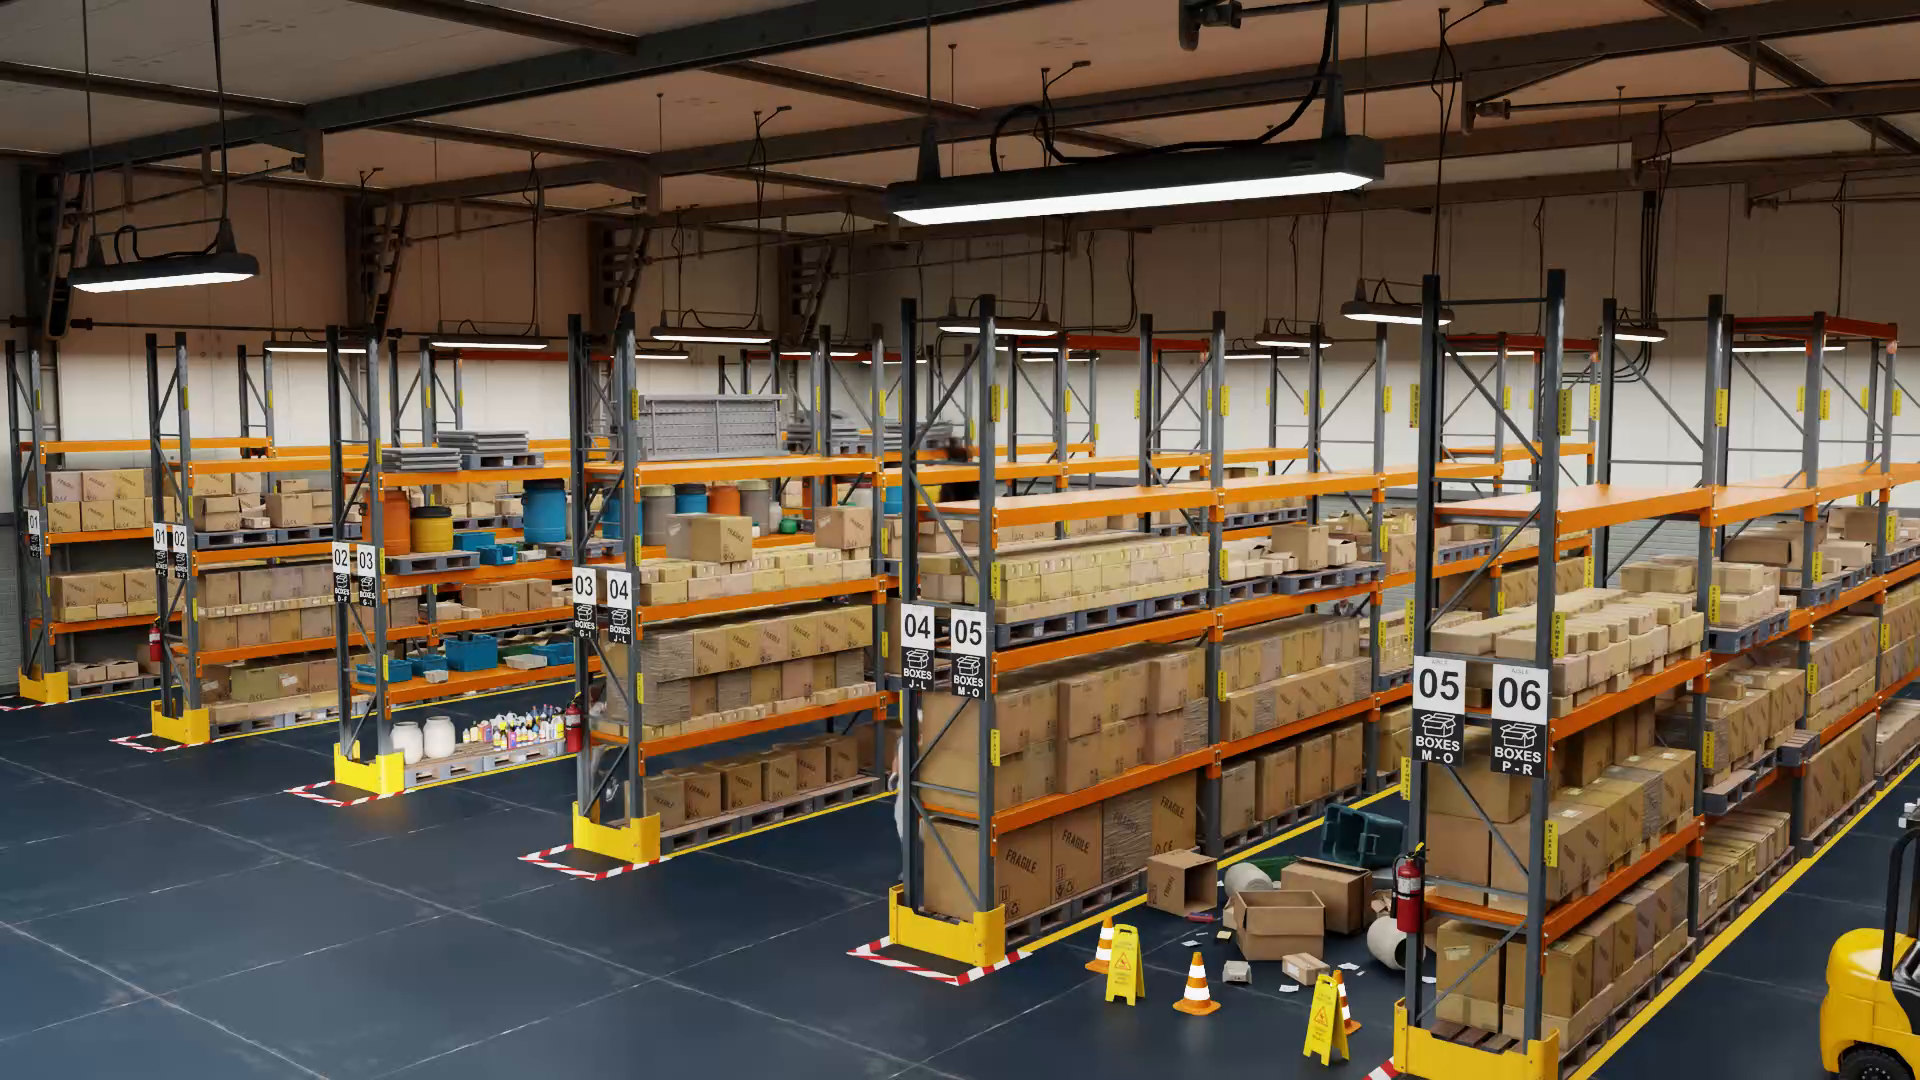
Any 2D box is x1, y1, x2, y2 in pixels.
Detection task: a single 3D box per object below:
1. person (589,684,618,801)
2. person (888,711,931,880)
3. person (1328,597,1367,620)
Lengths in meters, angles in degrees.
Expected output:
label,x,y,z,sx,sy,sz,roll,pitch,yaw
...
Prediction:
label,x,y,z,sx,sy,sz,roll,pitch,yaw
person,-4.448,2.541,20.248,0.538,1.605,0.877,3,6,27
person,-0.464,2.689,17.765,0.667,1.767,0.741,3,6,29
person,6.638,1.706,28.746,0.628,1.707,0.889,3,6,33
